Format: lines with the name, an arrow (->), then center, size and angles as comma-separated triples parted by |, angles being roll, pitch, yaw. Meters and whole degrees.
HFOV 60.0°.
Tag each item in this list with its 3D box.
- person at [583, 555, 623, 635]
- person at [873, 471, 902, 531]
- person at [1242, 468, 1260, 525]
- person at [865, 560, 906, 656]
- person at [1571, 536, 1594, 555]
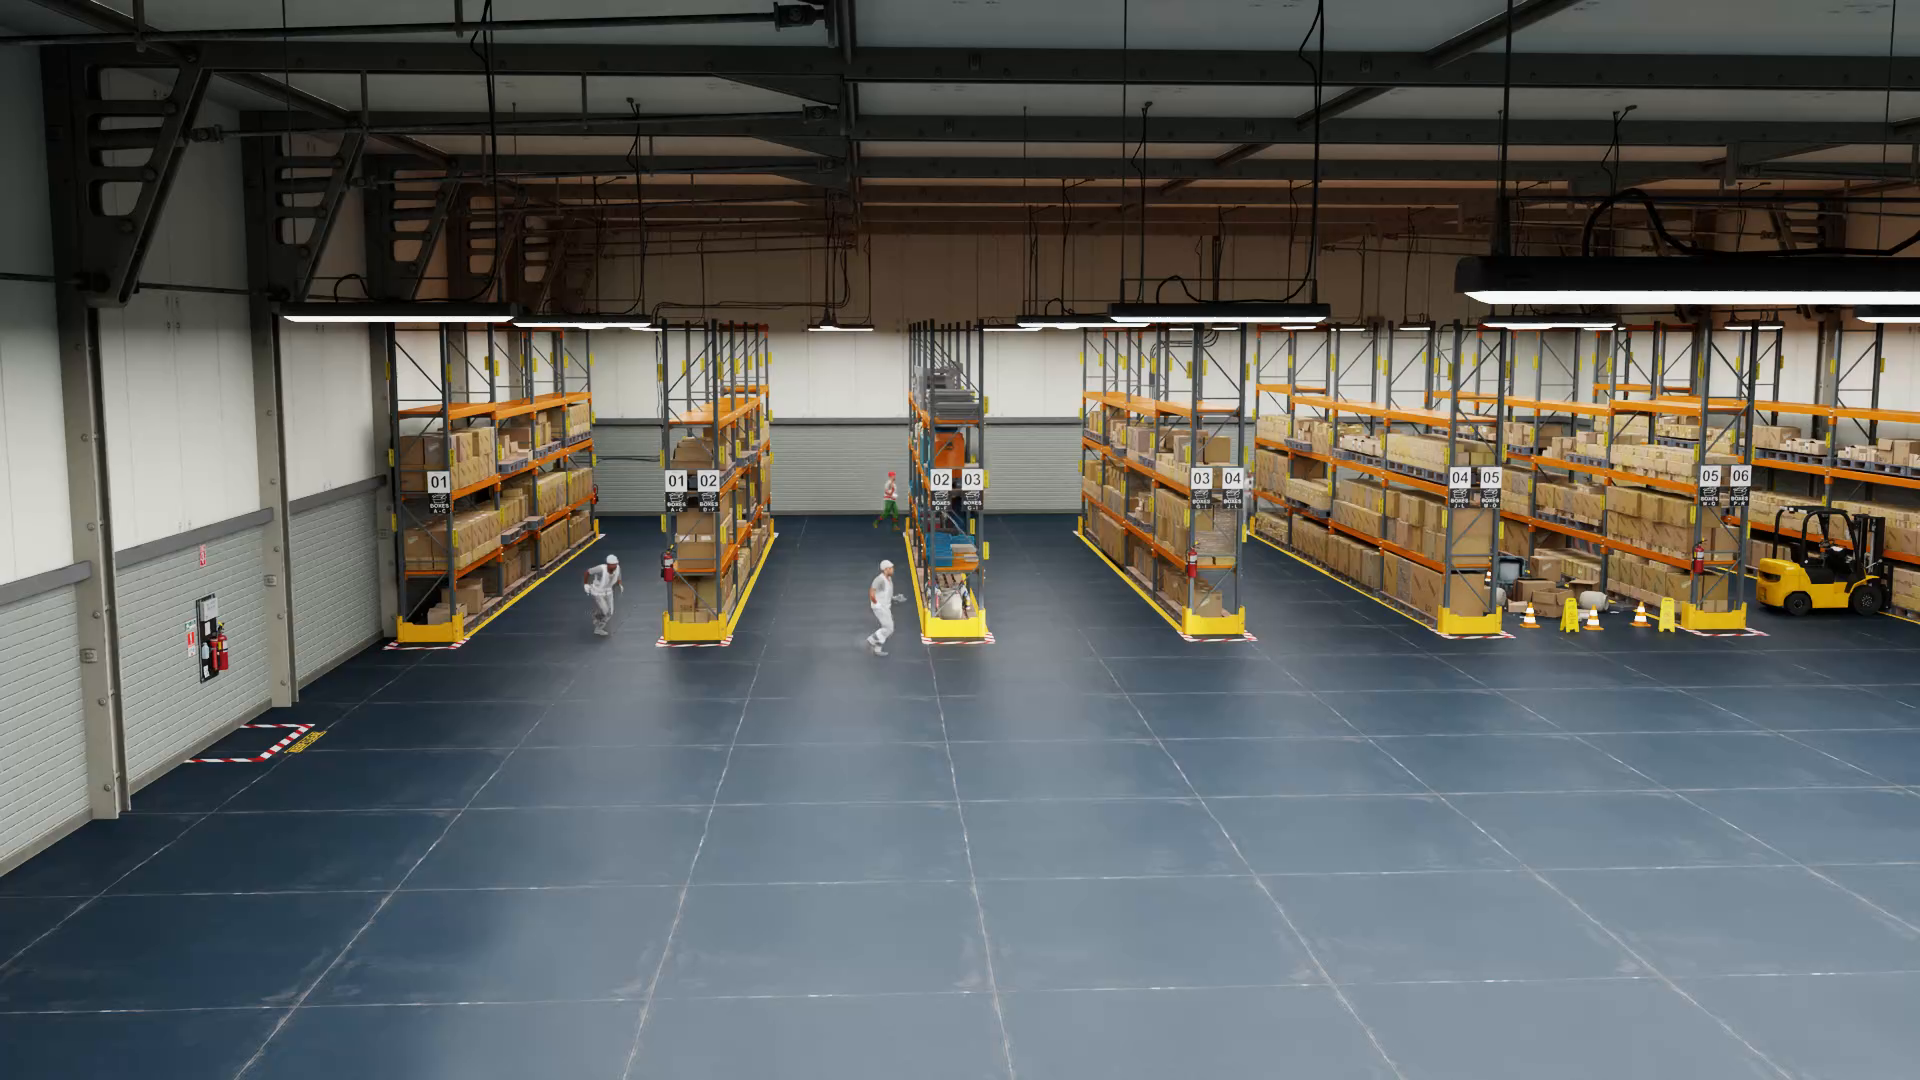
person -> -6.756, 1.053, 31.509 | 0.724, 1.587, 0.818 | -7, 10, -43
person -> -2.061, -1.152, 48.639 | 0.897, 1.720, 0.760 | 2, 7, 13
person -> 8.609, -1.249, 49.208 | 0.968, 1.780, 0.674 | -6, 9, -38
person -> -1.353, 1.219, 29.581 | 0.674, 1.727, 0.663 | 2, 7, 17
person -> 15.987, -0.341, 42.606 | 0.502, 1.609, 0.892 | -1, 7, -9
